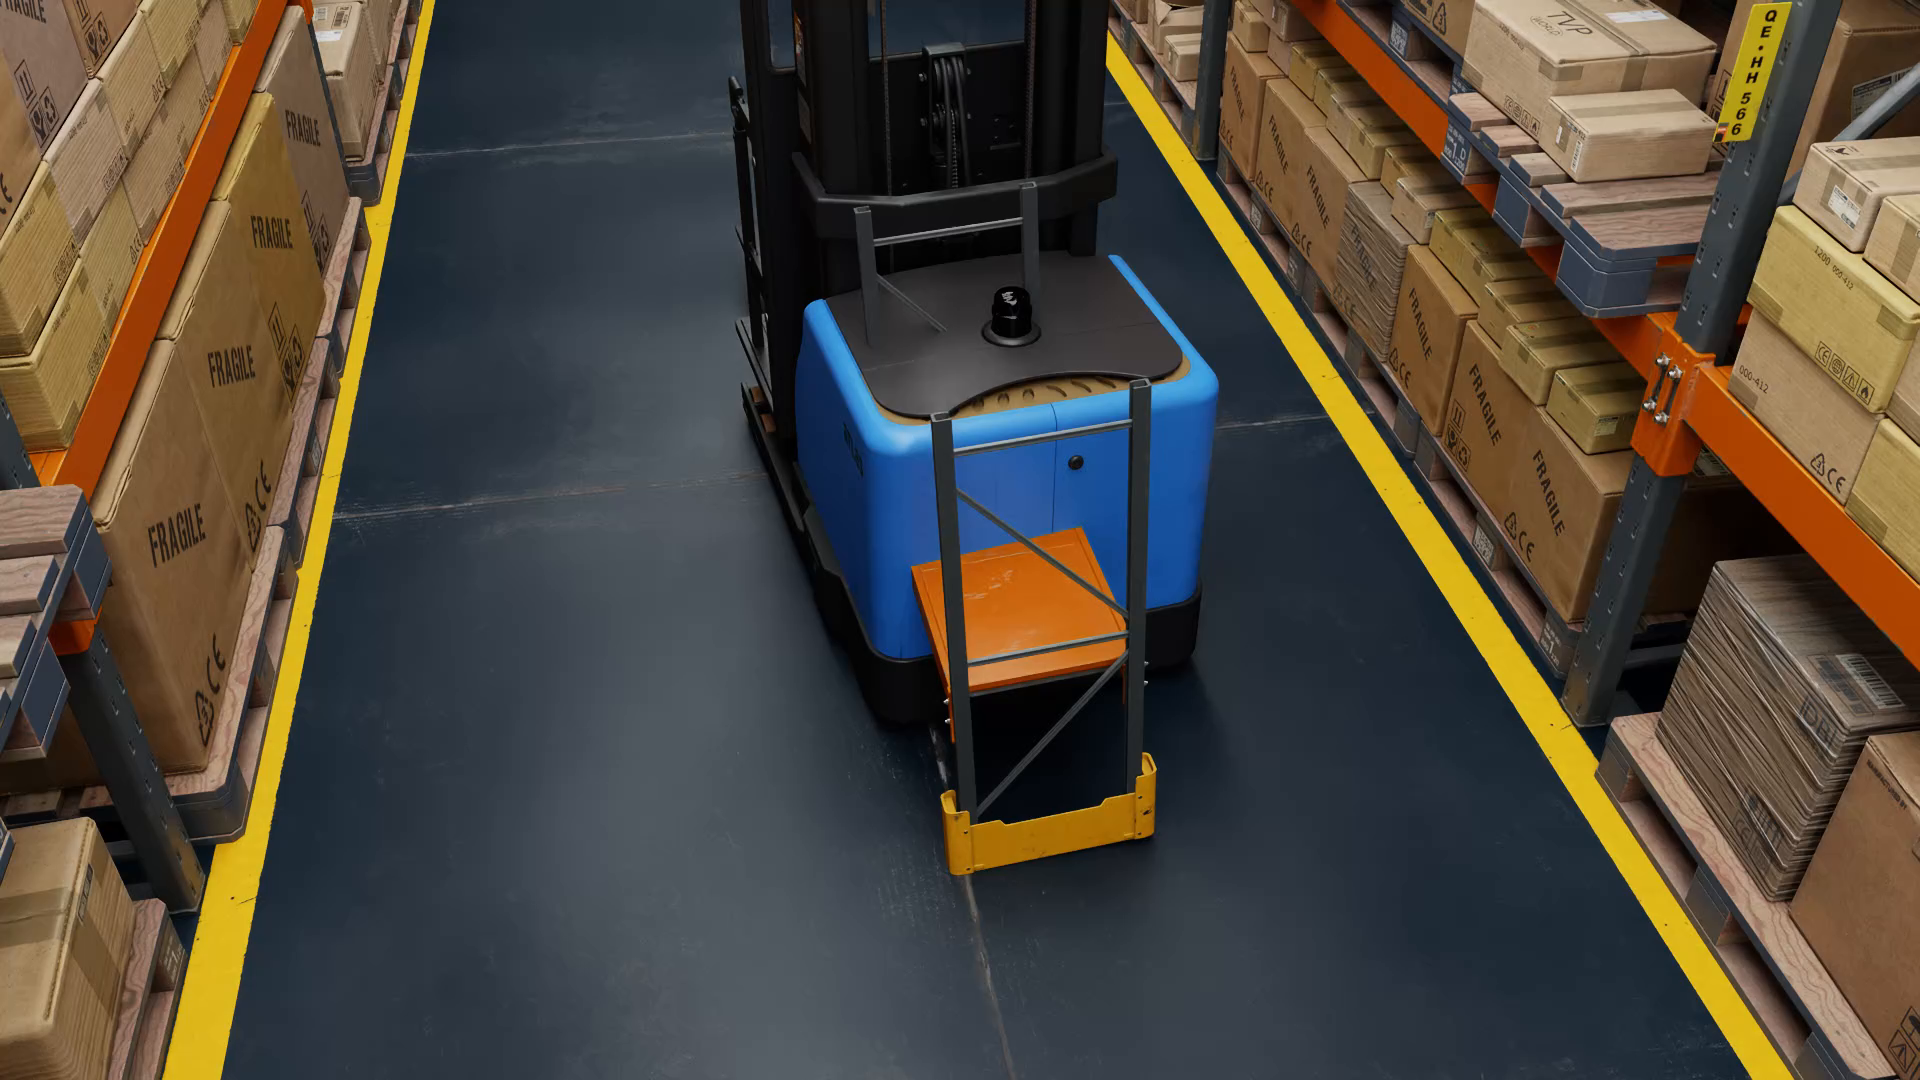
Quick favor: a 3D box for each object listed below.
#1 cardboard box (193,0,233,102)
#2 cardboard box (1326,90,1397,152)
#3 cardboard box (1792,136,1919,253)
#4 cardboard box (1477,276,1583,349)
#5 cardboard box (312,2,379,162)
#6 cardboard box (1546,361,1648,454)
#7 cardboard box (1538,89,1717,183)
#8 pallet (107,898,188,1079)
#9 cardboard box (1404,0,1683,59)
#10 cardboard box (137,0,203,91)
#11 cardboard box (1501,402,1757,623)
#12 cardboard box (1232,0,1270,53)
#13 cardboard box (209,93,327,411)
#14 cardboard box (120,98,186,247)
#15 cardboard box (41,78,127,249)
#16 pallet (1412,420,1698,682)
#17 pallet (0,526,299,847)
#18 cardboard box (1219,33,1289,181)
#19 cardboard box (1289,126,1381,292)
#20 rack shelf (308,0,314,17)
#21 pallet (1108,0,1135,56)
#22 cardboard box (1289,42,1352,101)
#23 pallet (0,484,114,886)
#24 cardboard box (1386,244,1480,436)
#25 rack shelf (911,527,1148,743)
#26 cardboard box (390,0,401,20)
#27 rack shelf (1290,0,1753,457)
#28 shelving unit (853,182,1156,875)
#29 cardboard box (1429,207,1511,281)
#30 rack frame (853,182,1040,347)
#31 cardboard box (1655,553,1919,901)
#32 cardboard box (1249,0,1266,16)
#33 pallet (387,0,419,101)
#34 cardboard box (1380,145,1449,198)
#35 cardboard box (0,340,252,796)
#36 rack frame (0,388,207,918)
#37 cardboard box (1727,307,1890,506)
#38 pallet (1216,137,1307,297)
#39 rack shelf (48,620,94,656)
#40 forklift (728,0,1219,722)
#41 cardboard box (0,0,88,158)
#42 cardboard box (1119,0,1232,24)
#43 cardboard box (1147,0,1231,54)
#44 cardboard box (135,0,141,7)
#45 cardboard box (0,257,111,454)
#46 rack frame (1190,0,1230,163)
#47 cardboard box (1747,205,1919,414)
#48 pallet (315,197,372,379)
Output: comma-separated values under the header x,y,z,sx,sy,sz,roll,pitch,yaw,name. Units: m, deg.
x,y,z,sx,sy,sz,roll,pitch,yaw,name
-2.761,-1.664,5.569,0.500,0.250,0.500,-7,38,-9,cardboard box
1.691,-1.675,6.628,0.380,0.149,0.250,-6,38,-8,cardboard box
2.108,-0.773,3.689,0.380,0.149,0.250,-5,38,-7,cardboard box
1.925,-0.733,5.414,0.380,0.149,0.250,-7,38,-9,cardboard box
-3.250,-2.126,7.788,0.875,0.438,0.875,-7,38,-9,cardboard box
2.006,-0.407,4.996,0.380,0.149,0.250,-8,39,-10,cardboard box
1.849,-1.123,4.614,0.380,0.149,0.250,-6,38,-7,cardboard box
-2.409,1.408,3.765,1.003,0.211,1.213,-6,38,-8,pallet
1.873,-1.874,5.291,0.797,0.503,0.637,-7,38,-9,cardboard box
-2.631,-1.558,5.026,0.500,0.250,0.500,-6,38,-7,cardboard box
2.056,-0.112,5.145,0.500,0.500,0.500,-5,38,-7,cardboard box
1.441,-2.307,7.441,0.380,0.149,0.250,-5,38,-6,cardboard box
-2.892,-0.997,5.978,0.875,0.875,0.875,-5,38,-7,cardboard box
-2.576,-1.054,4.784,0.500,0.250,0.500,-5,38,-6,cardboard box
-2.480,-0.948,4.240,0.500,0.250,0.500,-5,38,-7,cardboard box
2.248,-0.055,5.649,1.003,0.211,1.213,-6,38,-8,pallet
-2.609,0.452,4.997,1.003,0.211,1.213,-6,38,-8,pallet
1.504,-1.980,7.548,0.500,0.500,0.500,-5,38,-6,cardboard box
1.690,-1.357,6.747,0.500,0.500,0.500,-7,38,-9,cardboard box
-3.596,-3.505,8.403,1.077,0.370,4.000,-6,38,-8,rack shelf
1.304,-3.169,9.658,1.003,0.211,1.213,-6,38,-8,pallet
1.622,-1.994,7.038,0.380,0.149,0.250,-8,39,-10,cardboard box
-2.315,0.330,3.037,1.213,0.211,1.003,-6,38,-8,pallet
1.884,-0.732,5.942,0.500,0.500,0.500,-5,38,-6,cardboard box
0.118,0.110,4.656,0.538,0.185,1.000,-10,39,-8,rack shelf
-3.564,-3.211,9.185,0.875,0.438,0.875,-5,38,-7,cardboard box
1.991,-1.625,5.983,1.077,0.370,4.000,-6,38,-8,rack shelf
0.107,-0.036,4.551,0.587,1.500,1.083,-10,39,-8,shelving unit
1.879,-1.047,5.820,0.380,0.149,0.250,-7,38,-9,cardboard box
0.000,-0.336,4.936,0.500,1.500,0.032,-10,39,-8,rack frame
2.438,0.449,4.321,0.875,0.625,0.625,-5,38,-7,cardboard box
1.501,-2.431,7.358,0.380,0.149,0.250,-7,38,-9,cardboard box
-3.519,-2.686,9.036,1.003,0.211,1.213,-6,38,-8,pallet
1.808,-1.365,6.229,0.380,0.149,0.250,-6,38,-8,cardboard box
-2.584,0.082,4.589,0.875,0.875,0.875,-7,38,-8,cardboard box
-2.544,-0.165,3.518,1.000,3.000,0.127,-6,38,-8,rack frame
2.179,-0.348,3.875,0.500,0.250,0.500,-6,38,-8,cardboard box
1.820,-1.529,7.546,1.003,0.211,1.213,-6,38,-8,pallet
-2.194,1.327,2.183,1.077,0.370,4.000,-6,38,-8,rack shelf
-0.187,-1.526,5.325,1.130,2.935,3.031,-11,39,-14,forklift
-2.487,-1.222,3.982,0.500,0.500,0.500,-6,38,-8,cardboard box
1.247,-3.185,9.100,0.700,0.500,0.500,-8,38,-10,cardboard box
1.191,-2.724,8.698,0.396,0.266,0.258,-5,38,-6,cardboard box
-2.647,-1.842,4.779,0.500,0.500,0.500,-6,38,-7,cardboard box
-2.383,-0.429,3.979,0.500,0.250,0.500,-7,38,-9,cardboard box
1.640,-3.117,7.318,1.000,3.000,0.127,-6,38,-8,rack frame
2.154,-0.543,3.718,0.500,0.250,0.500,-6,38,-8,cardboard box
-3.036,-1.022,6.894,1.003,0.211,1.213,-6,38,-8,pallet
